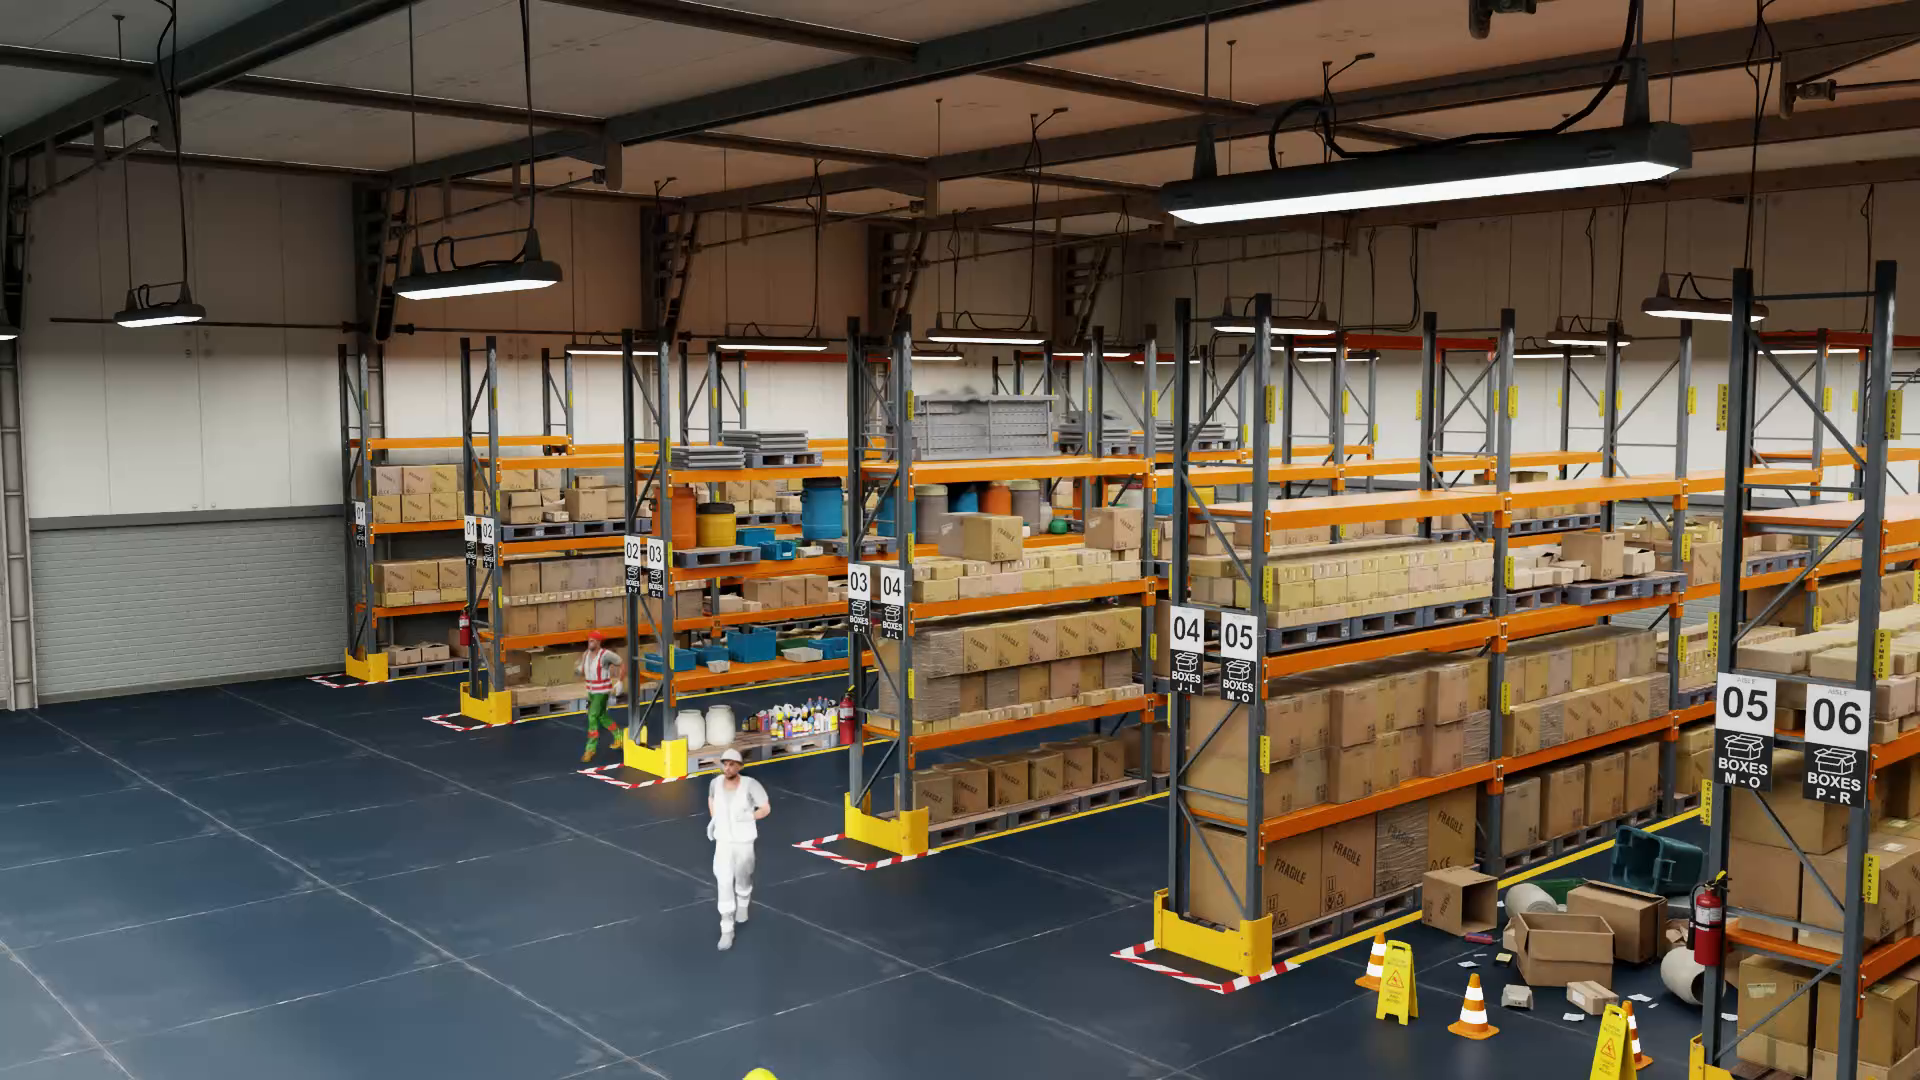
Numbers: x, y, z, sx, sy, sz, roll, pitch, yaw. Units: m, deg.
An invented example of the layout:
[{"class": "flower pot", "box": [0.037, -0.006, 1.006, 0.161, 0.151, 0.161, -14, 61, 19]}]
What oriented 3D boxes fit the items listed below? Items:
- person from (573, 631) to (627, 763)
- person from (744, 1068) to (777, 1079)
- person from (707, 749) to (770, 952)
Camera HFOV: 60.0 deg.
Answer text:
[{"class": "person", "box": [-5.094, 2.172, 23.527, 0.682, 1.812, 0.937, 4, 7, 38]}, {"class": "person", "box": [-0.988, 3.511, 8.285, 0.701, 1.765, 0.917, -1, 5, -12]}, {"class": "person", "box": [-2.098, 2.860, 15.723, 0.629, 1.815, 0.916, 0, 5, 2]}]
